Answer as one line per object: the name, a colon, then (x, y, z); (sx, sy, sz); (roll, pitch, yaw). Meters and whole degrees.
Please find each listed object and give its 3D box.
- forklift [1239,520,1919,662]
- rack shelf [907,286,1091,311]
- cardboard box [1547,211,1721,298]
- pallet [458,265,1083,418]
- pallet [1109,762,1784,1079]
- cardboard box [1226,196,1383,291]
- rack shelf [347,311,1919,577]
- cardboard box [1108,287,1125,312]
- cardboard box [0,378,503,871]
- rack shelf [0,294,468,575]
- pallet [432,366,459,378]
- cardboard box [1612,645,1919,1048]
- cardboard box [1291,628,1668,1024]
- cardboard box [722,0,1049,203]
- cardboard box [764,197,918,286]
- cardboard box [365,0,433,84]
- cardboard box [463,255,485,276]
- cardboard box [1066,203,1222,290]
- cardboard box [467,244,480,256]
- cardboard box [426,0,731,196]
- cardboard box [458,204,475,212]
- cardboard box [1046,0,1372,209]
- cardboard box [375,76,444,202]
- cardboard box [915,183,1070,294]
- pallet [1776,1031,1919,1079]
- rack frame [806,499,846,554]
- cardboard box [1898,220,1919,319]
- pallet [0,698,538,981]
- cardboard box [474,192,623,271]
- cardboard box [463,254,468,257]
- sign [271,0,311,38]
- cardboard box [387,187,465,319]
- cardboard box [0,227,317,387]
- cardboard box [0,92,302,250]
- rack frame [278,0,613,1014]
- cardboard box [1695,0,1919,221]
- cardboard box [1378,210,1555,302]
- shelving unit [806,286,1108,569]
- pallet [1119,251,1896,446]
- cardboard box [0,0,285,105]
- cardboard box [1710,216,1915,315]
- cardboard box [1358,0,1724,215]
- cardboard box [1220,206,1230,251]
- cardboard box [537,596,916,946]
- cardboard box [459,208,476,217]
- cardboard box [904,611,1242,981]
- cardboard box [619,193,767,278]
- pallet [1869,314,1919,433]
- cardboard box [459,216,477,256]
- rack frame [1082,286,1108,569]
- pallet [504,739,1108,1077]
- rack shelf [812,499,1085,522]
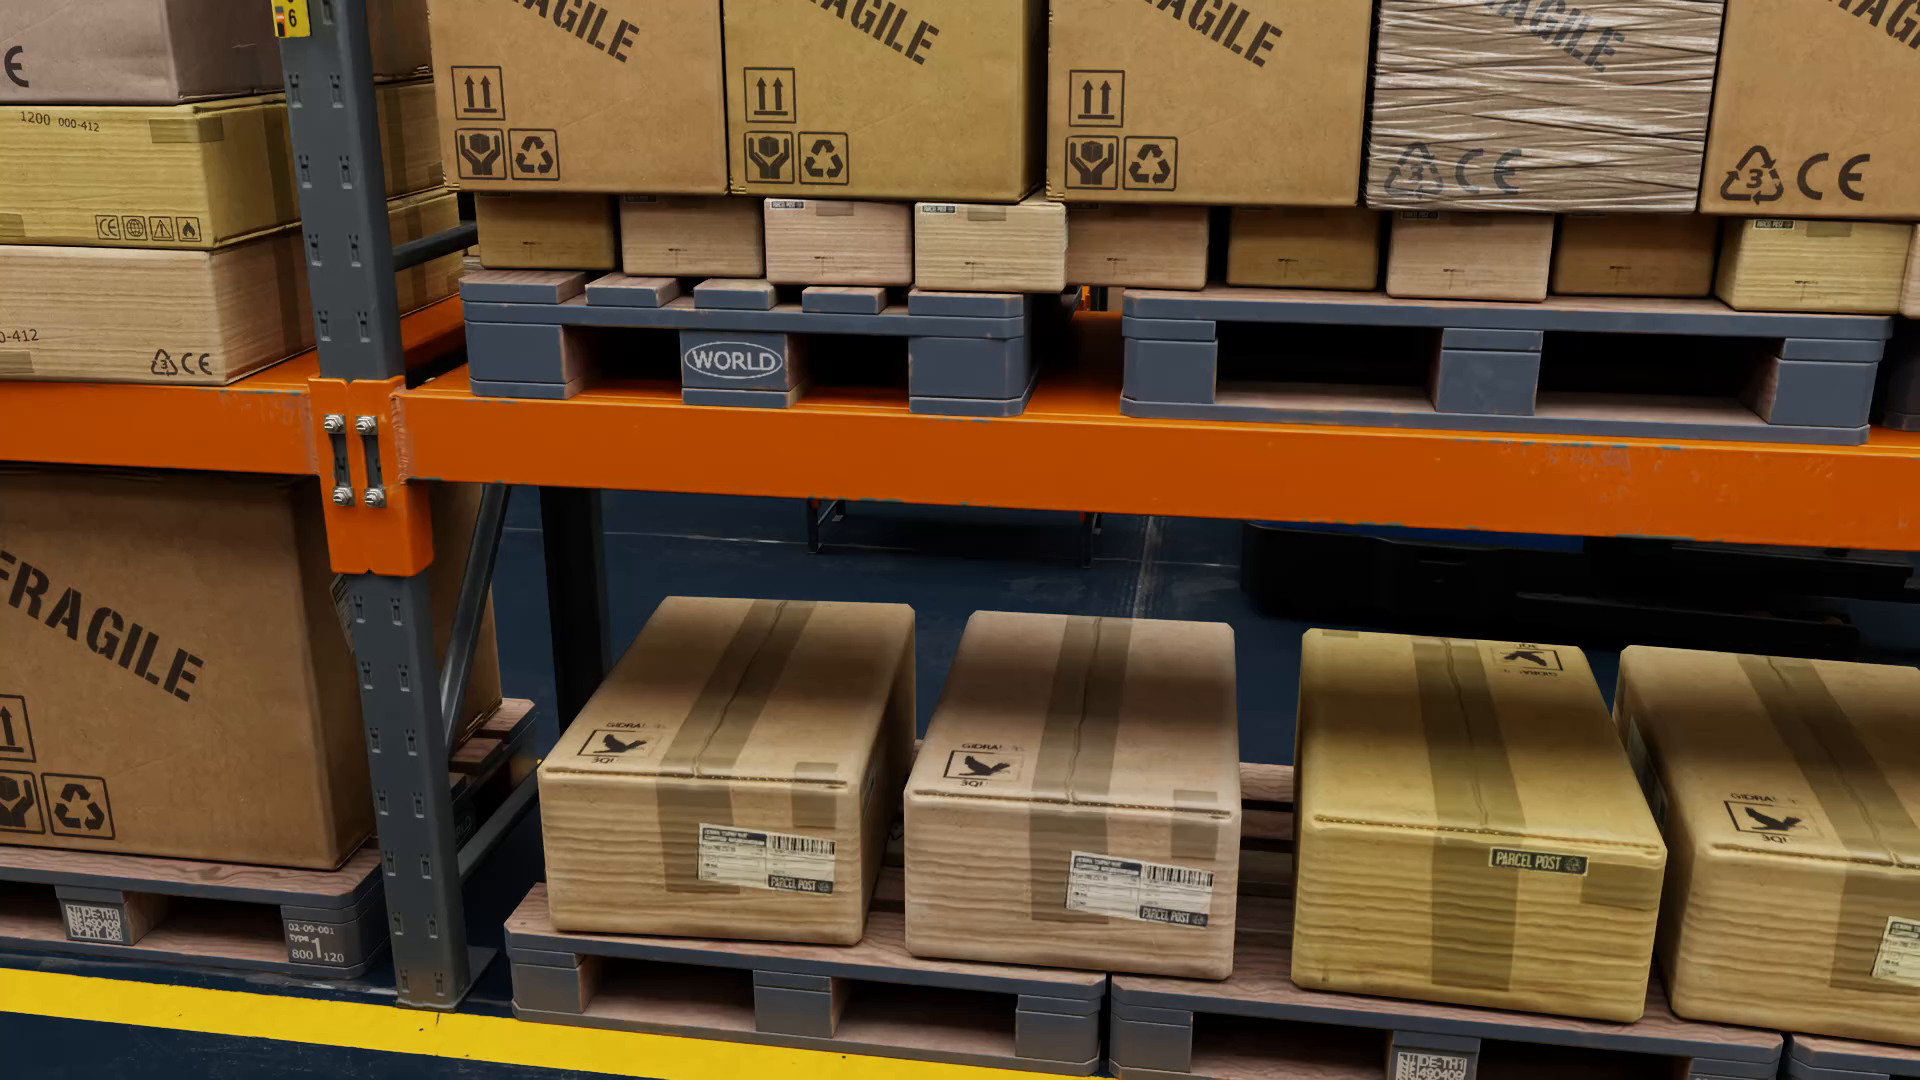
forklift: (2.518, -1.176, 5.197); (3.031, 2.935, 1.130); (5, 19, 14)
rack shelf: (-0.007, -0.811, 6.033); (1.000, 0.278, 0.538); (3, 19, 9)
cardboard box: (1.131, -0.531, 2.898); (0.250, 0.149, 0.380); (2, 19, 7)
pallet: (-0.298, -0.518, 3.428); (1.003, 0.211, 1.213); (3, 19, 9)
pallet: (0.954, 0.812, 3.542); (1.213, 0.211, 1.003); (3, 19, 9)
cardboard box: (0.614, -0.554, 2.967); (0.250, 0.149, 0.380); (4, 19, 11)
rack shelf: (0.957, -0.170, 3.218); (4.000, 0.370, 1.077); (3, 19, 9)
cardboard box: (1.026, -1.174, 8.165); (0.625, 0.625, 0.875); (4, 19, 10)
cardboard box: (-1.687, 0.136, 3.857); (0.875, 0.875, 0.875); (3, 19, 8)
rack shelf: (-2.993, -0.371, 3.820); (4.000, 0.370, 1.077); (3, 19, 9)
pallet: (-2.167, -0.956, 8.829); (1.213, 0.211, 1.003); (3, 19, 9)
cardboard box: (1.703, 0.576, 3.335); (0.625, 0.372, 0.950); (4, 19, 12)
cardboard box: (1.016, 0.541, 3.438); (0.625, 0.372, 0.950); (4, 19, 10)
cardboard box: (-0.095, -0.880, 2.919); (0.500, 0.500, 0.500); (4, 19, 11)
cardboard box: (-0.190, -0.564, 2.997); (0.250, 0.149, 0.380); (2, 19, 5)
cardboard box: (-1.466, -1.235, 3.533); (0.500, 0.500, 0.500); (2, 19, 7)
cardboard box: (-2.212, -1.209, 8.467); (0.500, 0.500, 0.500); (2, 19, 7)
cardboard box: (0.329, -0.556, 2.973); (0.250, 0.149, 0.380); (4, 19, 12)
cardboard box: (-2.302, -1.538, 8.427); (0.250, 0.149, 0.380); (3, 19, 9)
cardboard box: (-0.611, -0.904, 2.991); (0.500, 0.500, 0.500); (2, 19, 7)
cardboard box: (-2.752, -1.705, 8.927); (0.250, 0.149, 0.380); (3, 19, 10)
cardboard box: (0.430, -0.856, 2.845); (0.500, 0.500, 0.500); (3, 19, 10)
cardboard box: (-1.479, -0.881, 3.657); (0.500, 0.250, 0.500); (3, 19, 8)
cardboard box: (0.078, -0.544, 2.936); (0.250, 0.149, 0.380); (3, 19, 9)
pallet: (2.162, 0.873, 3.361); (1.213, 0.211, 1.003); (3, 19, 9)
rack frame: (-0.509, -0.559, 6.202); (0.032, 1.125, 0.500); (3, 19, 9)
cardboard box: (1.609, -0.462, 2.691); (0.250, 0.149, 0.380); (3, 19, 9)
pallet: (-1.785, 0.647, 4.036); (1.213, 0.211, 1.003); (3, 19, 9)
cardboard box: (-0.727, -0.617, 3.155); (0.250, 0.149, 0.380); (2, 19, 5)
cardboard box: (-2.723, -1.237, 8.551); (0.500, 0.500, 0.500); (2, 19, 7)
sign: (-1.103, -0.987, 2.701); (0.005, 0.325, 0.100); (3, 19, 9)
cardboard box: (-1.461, -0.644, 3.738); (0.500, 0.250, 0.500); (3, 19, 8)
cardboard box: (-1.559, -0.485, 3.261); (0.500, 0.250, 0.500); (2, 19, 7)
cardboard box: (-1.537, -0.723, 3.184); (0.500, 0.250, 0.500); (3, 19, 8)
rack frame: (-1.018, -0.612, 3.405); (0.127, 3.000, 1.000); (3, 19, 9)
cardboard box: (1.440, -0.802, 2.685); (0.500, 0.500, 0.500); (4, 19, 11)
cardboard box: (0.861, -0.521, 2.866); (0.250, 0.149, 0.380); (4, 19, 10)
shelving unit: (-0.007, -0.534, 6.126); (1.048, 1.125, 0.538); (3, 19, 9)
pallet: (0.943, -0.434, 3.176); (1.213, 0.211, 1.003); (3, 19, 9)
cardboard box: (-1.570, -1.078, 3.063); (0.500, 0.500, 0.500); (2, 19, 7)
cardboard box: (1.374, -0.486, 2.762); (0.250, 0.149, 0.380); (3, 19, 9)
cardboard box: (0.923, -0.828, 2.763); (0.500, 0.500, 0.500); (2, 19, 7)
cardboard box: (0.624, -0.683, 3.351); (0.250, 0.149, 0.380); (3, 19, 9)
cardboard box: (-0.462, 0.467, 3.661); (0.625, 0.372, 0.950); (2, 19, 5)
cardboard box: (-2.490, -1.710, 8.941); (0.250, 0.149, 0.380); (3, 19, 9)
cardboard box: (0.268, 0.501, 3.557); (0.625, 0.372, 0.950); (3, 19, 8)
cardboard box: (-0.453, -0.593, 3.081); (0.250, 0.149, 0.380); (2, 19, 5)
pallet: (2.200, -0.404, 3.085); (1.213, 0.211, 1.003); (3, 19, 9)
cardboard box: (-2.573, -1.542, 8.441); (0.250, 0.149, 0.380); (4, 19, 11)
rack frame: (0.495, -0.508, 6.049); (0.032, 1.125, 0.500); (3, 19, 9)
pallet: (-0.247, 0.750, 3.728); (1.213, 0.211, 1.003); (3, 19, 9)
rack shelf: (-0.007, -0.302, 6.203); (1.000, 0.278, 0.538); (3, 19, 9)
